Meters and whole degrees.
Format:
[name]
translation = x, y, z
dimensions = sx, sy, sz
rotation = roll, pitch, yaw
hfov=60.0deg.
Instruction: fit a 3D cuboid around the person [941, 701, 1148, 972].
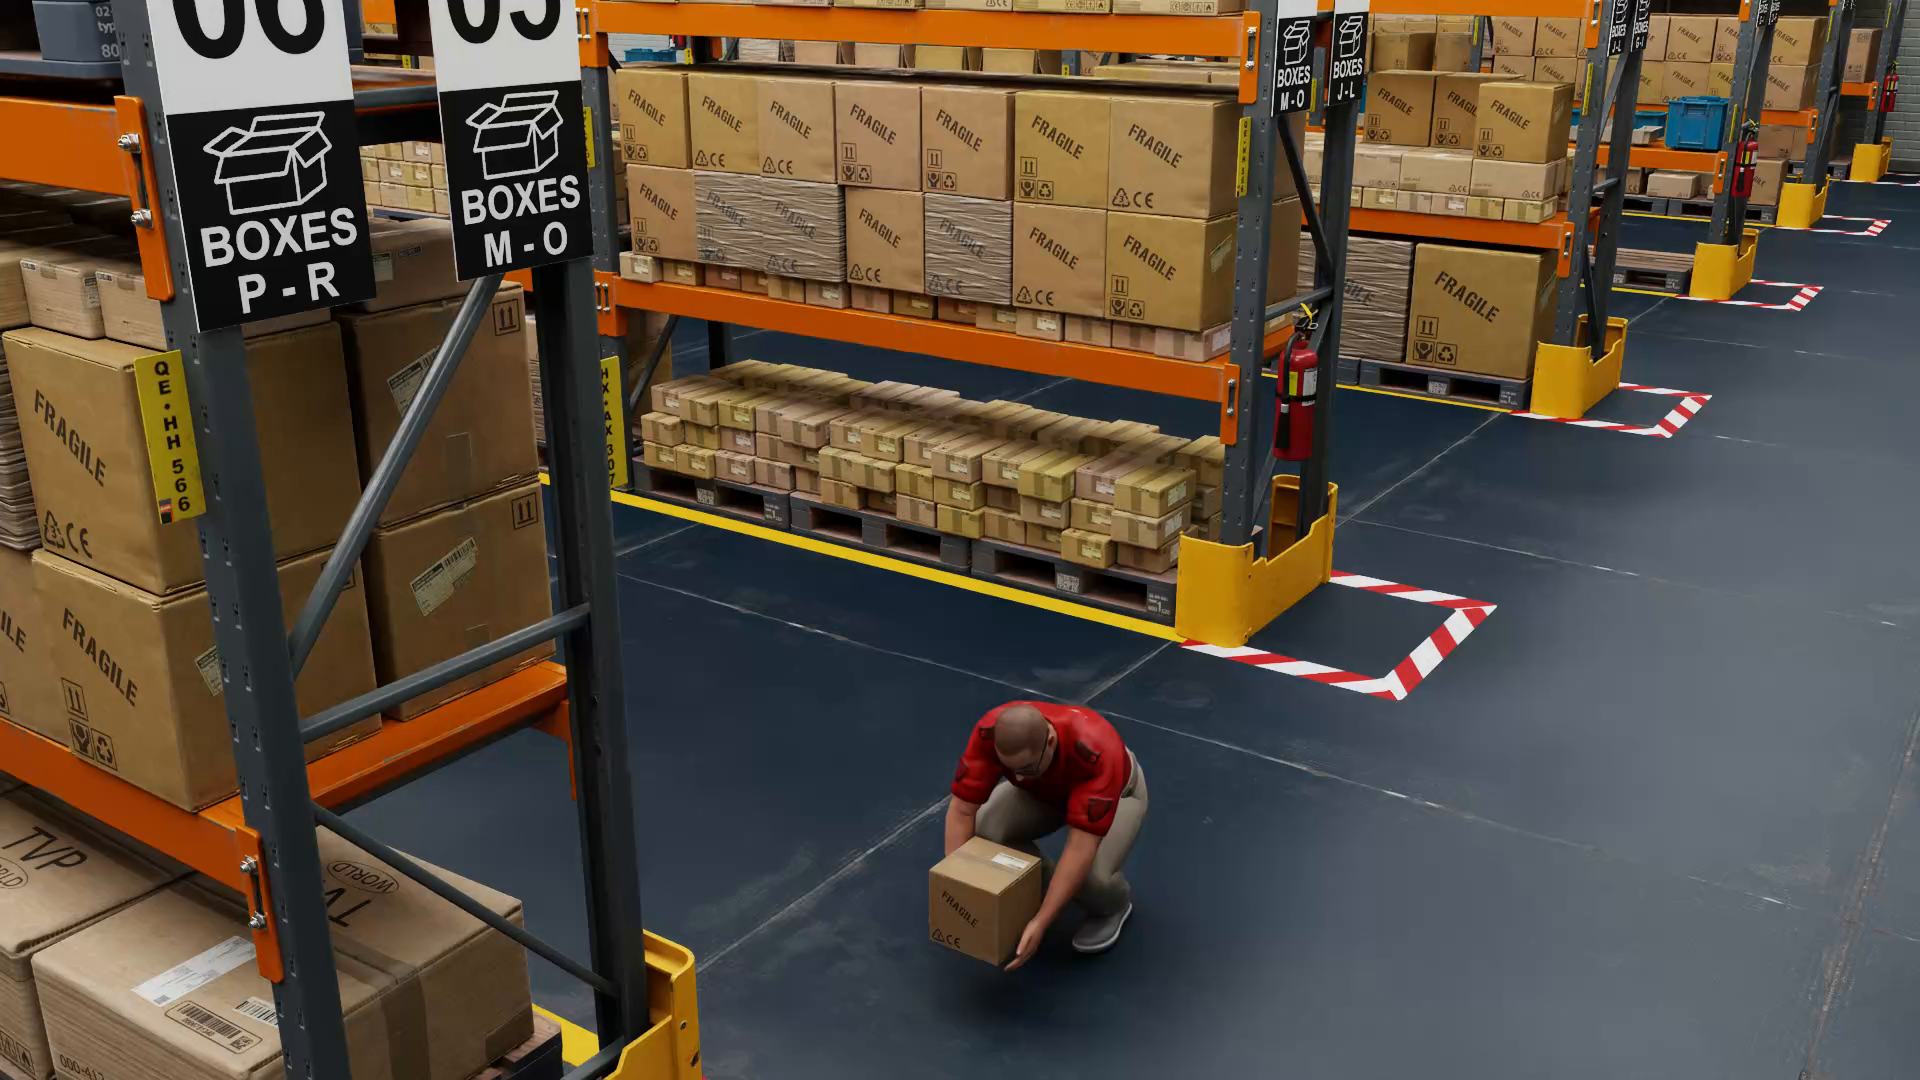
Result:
[person]
translation = 0.294, 0.866, 5.315
dimensions = 0.557, 0.970, 0.881
rotation = 13, 23, 32
